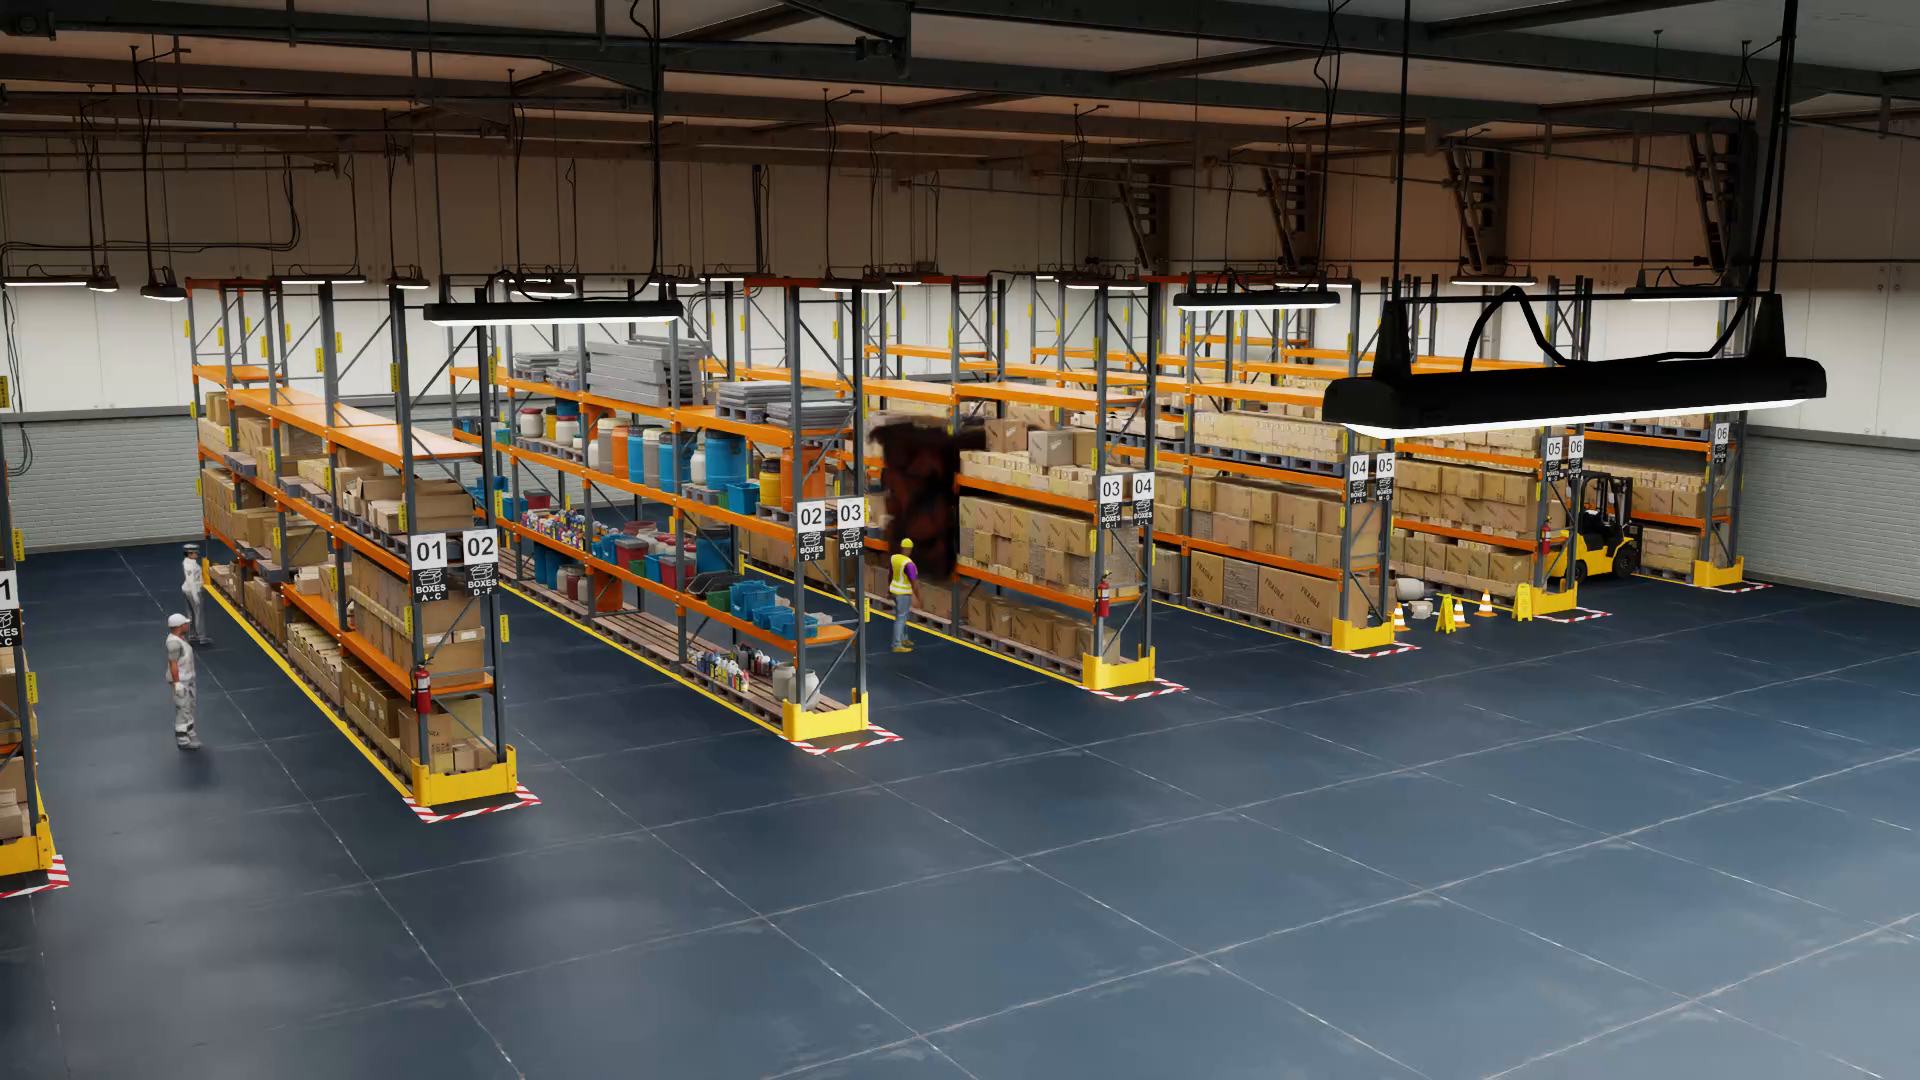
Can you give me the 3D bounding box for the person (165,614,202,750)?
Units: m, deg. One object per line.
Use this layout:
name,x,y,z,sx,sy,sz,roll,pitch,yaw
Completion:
person,-10.155,1.851,21.745,0.418,1.814,0.614,0,10,-2

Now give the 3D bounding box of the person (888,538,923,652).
person,-0.867,0.847,25.919,0.568,1.788,0.703,-4,10,-24

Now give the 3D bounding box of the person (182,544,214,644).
person,-12.715,0.891,27.676,0.396,1.665,0.559,-7,12,-36

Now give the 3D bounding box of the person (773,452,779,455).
person,-4.527,-1.282,40.490,0.626,1.736,0.412,3,10,16
